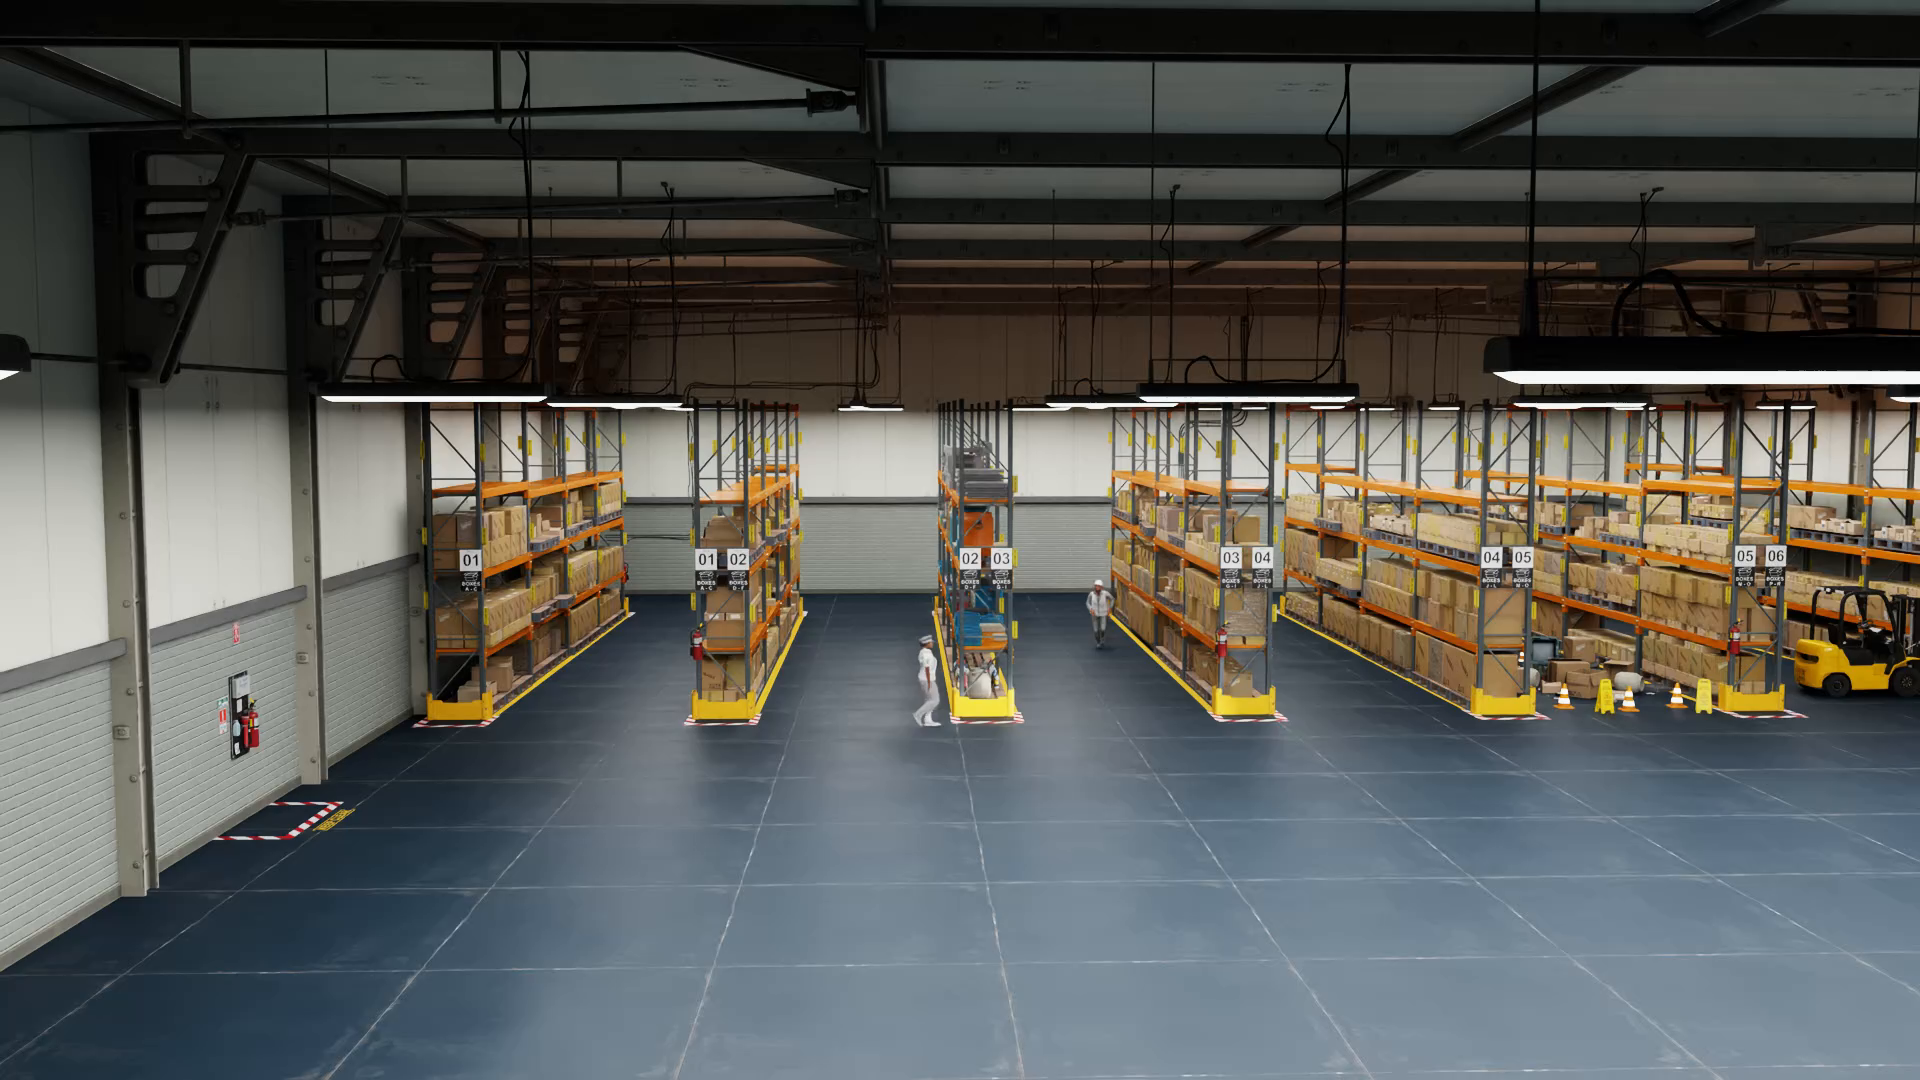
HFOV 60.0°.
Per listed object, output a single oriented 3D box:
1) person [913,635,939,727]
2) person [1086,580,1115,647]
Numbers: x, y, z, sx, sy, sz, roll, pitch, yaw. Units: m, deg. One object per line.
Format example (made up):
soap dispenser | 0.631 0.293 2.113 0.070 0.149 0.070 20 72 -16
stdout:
person | -0.628 2.568 30.287 0.520 1.677 0.491 -1 4 -13
person | 3.432 1.798 40.603 0.707 1.687 0.715 1 4 8
